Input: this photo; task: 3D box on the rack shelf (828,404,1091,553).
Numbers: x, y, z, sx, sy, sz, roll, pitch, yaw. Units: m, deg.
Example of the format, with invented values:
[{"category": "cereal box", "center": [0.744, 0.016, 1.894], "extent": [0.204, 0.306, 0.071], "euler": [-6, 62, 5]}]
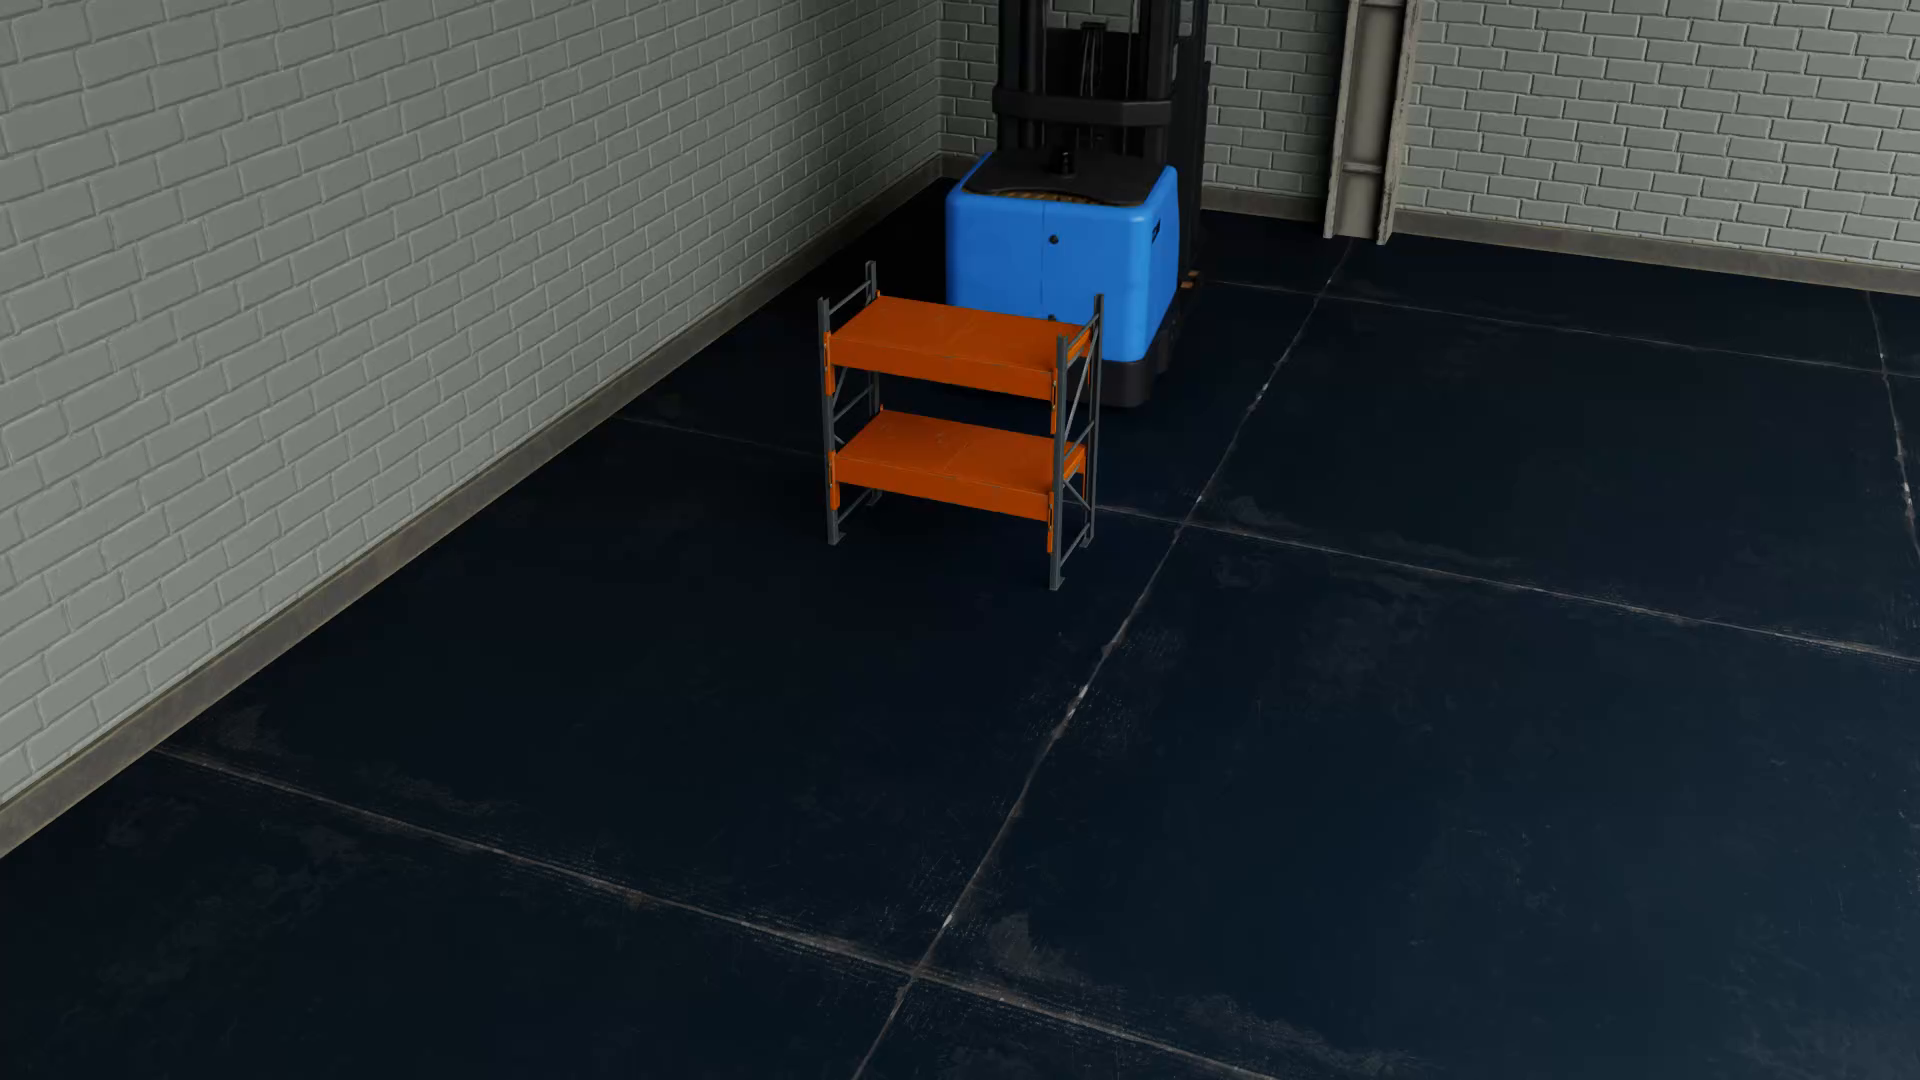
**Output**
[{"category": "rack shelf", "center": [0.006, -0.276, 7.091], "extent": [1.000, 0.278, 0.538], "euler": [11, 31, 19]}]

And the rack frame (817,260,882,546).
[{"category": "rack frame", "center": [-0.465, -0.582, 7.137], "extent": [0.032, 1.125, 0.500], "euler": [11, 31, 19]}]

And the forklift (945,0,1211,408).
[{"category": "forklift", "center": [0.806, -2.645, 8.951], "extent": [1.130, 2.935, 3.031], "euler": [8, 30, 14]}]

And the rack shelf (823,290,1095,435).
[{"category": "rack shelf", "center": [0.006, -0.743, 6.827], "extent": [1.000, 0.278, 0.538], "euler": [11, 31, 19]}]

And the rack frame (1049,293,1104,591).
[{"category": "rack frame", "center": [0.477, -0.394, 6.805], "extent": [0.032, 1.125, 0.500], "euler": [11, 31, 19]}]

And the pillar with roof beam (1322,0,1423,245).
[{"category": "pillar with roof beam", "center": [0.952, -3.935, 5.067], "extent": [0.400, 9.000, 9.100], "euler": [11, 31, 19]}]

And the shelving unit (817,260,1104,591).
[{"category": "shelving unit", "center": [0.006, -0.488, 6.971], "extent": [1.048, 1.125, 0.538], "euler": [11, 31, 19]}]
